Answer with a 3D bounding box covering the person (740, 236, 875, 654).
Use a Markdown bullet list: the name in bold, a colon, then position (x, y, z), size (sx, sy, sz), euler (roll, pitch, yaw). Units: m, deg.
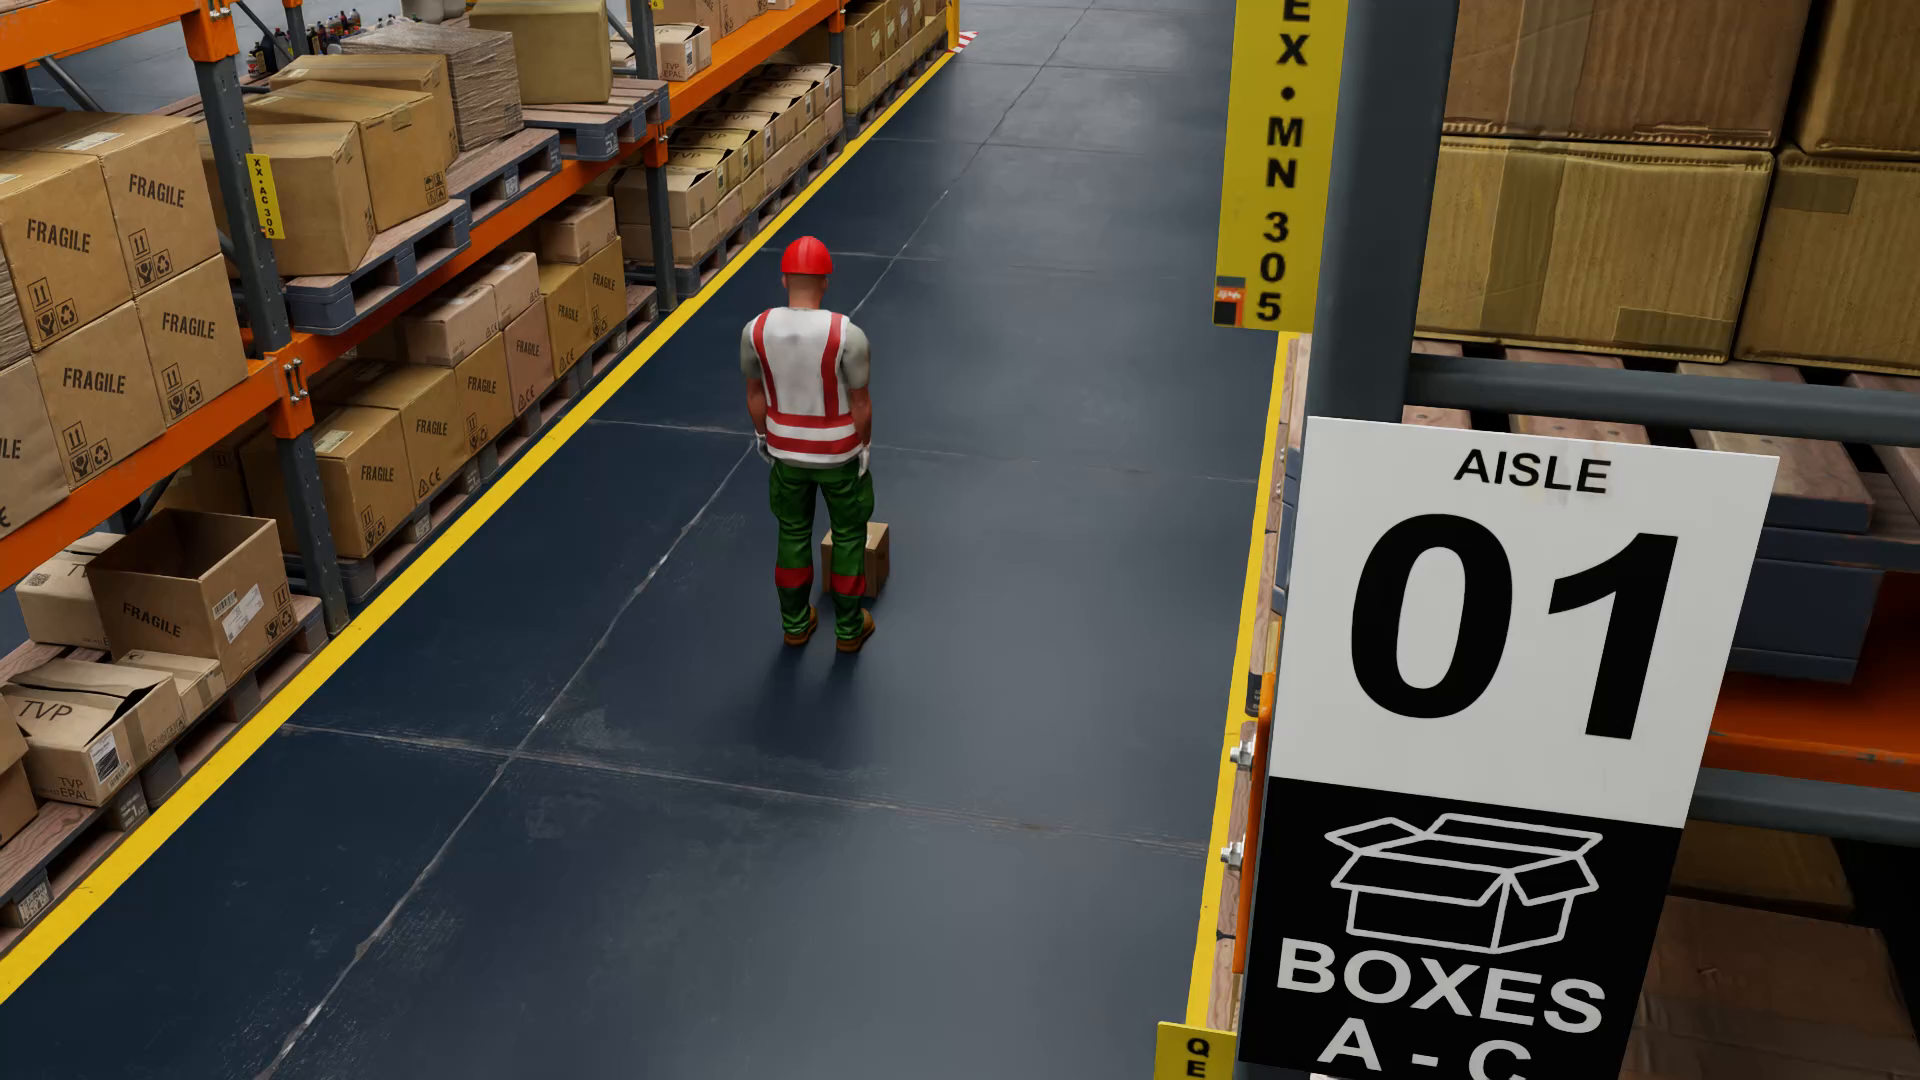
- **person**: position (-0.598, -0.371, 6.799), size (0.530, 1.776, 0.371), euler (6, 29, 12)
